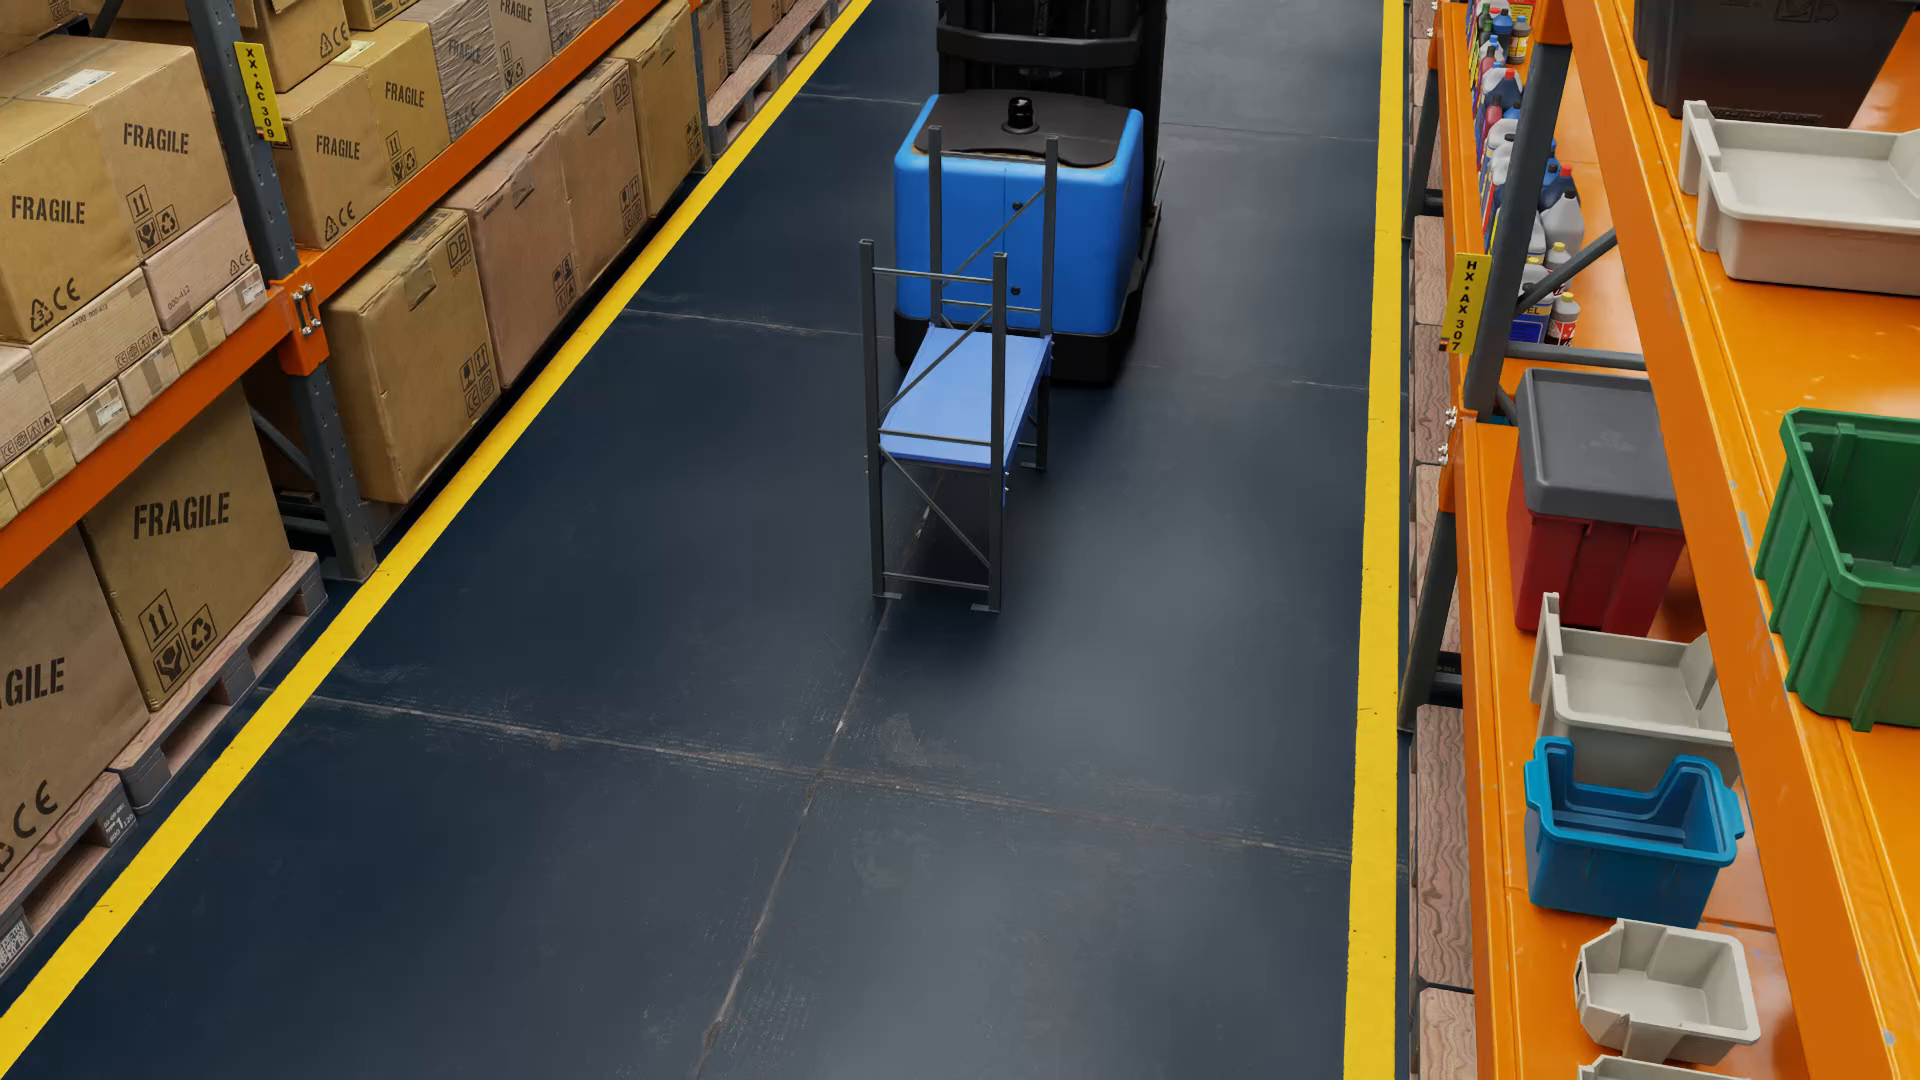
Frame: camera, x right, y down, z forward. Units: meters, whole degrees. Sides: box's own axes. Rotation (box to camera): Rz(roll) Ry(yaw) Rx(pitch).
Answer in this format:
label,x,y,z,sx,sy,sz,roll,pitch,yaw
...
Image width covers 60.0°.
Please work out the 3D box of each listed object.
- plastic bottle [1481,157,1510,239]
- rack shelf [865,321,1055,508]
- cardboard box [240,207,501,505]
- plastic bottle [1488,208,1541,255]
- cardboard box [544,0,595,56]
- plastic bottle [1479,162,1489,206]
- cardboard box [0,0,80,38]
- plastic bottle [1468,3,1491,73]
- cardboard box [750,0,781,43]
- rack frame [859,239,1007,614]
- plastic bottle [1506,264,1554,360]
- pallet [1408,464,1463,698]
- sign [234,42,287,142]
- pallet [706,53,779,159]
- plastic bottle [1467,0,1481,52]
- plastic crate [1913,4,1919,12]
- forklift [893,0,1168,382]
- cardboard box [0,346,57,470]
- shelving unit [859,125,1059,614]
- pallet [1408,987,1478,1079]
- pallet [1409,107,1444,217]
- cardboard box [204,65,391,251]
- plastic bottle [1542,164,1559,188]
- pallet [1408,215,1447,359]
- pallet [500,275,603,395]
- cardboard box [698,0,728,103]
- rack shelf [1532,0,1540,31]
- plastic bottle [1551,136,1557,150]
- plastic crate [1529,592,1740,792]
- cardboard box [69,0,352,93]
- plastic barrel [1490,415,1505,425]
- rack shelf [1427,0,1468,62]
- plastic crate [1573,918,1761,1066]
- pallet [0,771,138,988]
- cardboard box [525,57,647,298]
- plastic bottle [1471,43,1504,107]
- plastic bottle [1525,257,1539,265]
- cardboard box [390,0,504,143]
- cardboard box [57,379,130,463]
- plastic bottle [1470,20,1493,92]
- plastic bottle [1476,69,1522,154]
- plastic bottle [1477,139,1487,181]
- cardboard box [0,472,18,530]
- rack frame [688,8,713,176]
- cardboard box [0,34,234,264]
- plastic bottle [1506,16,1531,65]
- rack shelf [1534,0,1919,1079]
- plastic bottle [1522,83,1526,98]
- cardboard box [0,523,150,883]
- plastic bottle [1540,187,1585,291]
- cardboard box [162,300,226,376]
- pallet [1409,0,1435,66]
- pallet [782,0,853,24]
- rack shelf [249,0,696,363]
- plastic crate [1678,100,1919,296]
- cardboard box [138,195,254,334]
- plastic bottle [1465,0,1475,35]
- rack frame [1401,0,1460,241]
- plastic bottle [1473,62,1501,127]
label,x,y,z,sx,sy,sz,roll,pitch,yaw
plastic bottle,1.984,-1.229,5.996,0.152,0.276,0.135,7,37,10
rack shelf,0.018,-0.511,6.483,0.538,0.185,1.000,7,37,10
cardboard box,-2.691,-0.814,6.770,1.225,0.875,0.875,7,37,10
plastic bottle,1.907,-1.063,5.702,0.144,0.351,0.185,7,37,10
cardboard box,-2.038,-2.572,7.657,0.500,0.500,0.500,6,36,8
plastic bottle,2.011,-1.346,6.221,0.097,0.201,0.097,0,36,0
cardboard box,-6.560,-3.705,10.865,1.050,0.750,0.750,7,36,9
plastic bottle,2.304,-2.217,7.352,0.061,0.283,0.133,7,37,10
cardboard box,-1.610,-3.627,10.953,0.700,0.500,0.500,10,37,14
rack frame,-0.090,-0.365,5.975,0.500,1.500,0.032,7,37,10
plastic bottle,1.798,-0.731,5.308,0.152,0.276,0.135,7,37,10
pallet,2.236,0.177,6.325,1.003,0.211,1.213,7,37,10
sign,-2.266,-1.449,5.388,0.100,0.325,0.005,7,37,10
pallet,-1.786,-2.747,10.361,1.003,0.211,1.213,7,37,10
plastic bottle,2.361,-2.370,7.564,0.061,0.283,0.133,7,37,10
plastic crate,2.235,-1.362,3.698,0.450,0.188,0.662,7,37,10
forklift,0.486,-2.772,8.077,1.130,2.935,3.031,7,36,9
cardboard box,-2.864,-0.319,4.509,0.500,0.250,0.500,8,37,11
shelving unit,0.018,-0.656,6.377,0.538,1.500,1.048,7,37,10
pallet,1.652,1.743,4.166,1.003,0.211,1.213,7,37,10
pallet,3.088,-2.118,9.492,1.003,0.211,1.213,7,37,10
cardboard box,-2.466,-1.408,6.052,0.500,0.500,0.500,7,37,10
plastic bottle,2.110,-1.222,5.990,0.097,0.271,0.097,0,36,0
pallet,2.757,-1.221,8.255,1.003,0.211,1.213,7,37,10
pallet,-2.459,-1.160,8.170,1.003,0.211,1.213,7,37,10
cardboard box,-1.831,-2.981,10.062,0.700,0.500,0.500,5,36,8
rack shelf,2.457,-2.584,5.817,1.077,0.370,4.000,7,37,10
plastic bottle,2.188,-1.433,6.280,0.097,0.271,0.097,0,36,0
plastic crate,1.524,0.362,3.745,0.437,0.282,0.530,7,37,10
cardboard box,-2.680,-1.949,5.943,0.797,0.503,0.637,6,36,9
plastic barrel,2.314,-0.551,6.384,0.600,0.901,0.708,7,37,10
rack shelf,3.312,-3.663,9.861,1.077,0.370,4.000,7,37,10
plastic crate,1.330,0.872,3.165,0.298,0.136,0.250,7,37,10
pallet,-3.306,1.121,5.023,1.003,0.211,1.213,7,37,10
cardboard box,-2.320,-1.835,8.179,1.225,0.875,0.875,7,37,10
plastic bottle,2.227,-1.955,7.001,0.097,0.271,0.097,0,36,0
plastic bottle,1.884,-0.839,5.521,0.097,0.201,0.097,0,36,0
cardboard box,-2.252,-1.983,6.845,0.500,0.500,0.500,7,36,9
cardboard box,-2.718,-0.376,4.926,0.380,0.149,0.250,8,37,11
plastic bottle,2.255,-2.084,7.169,0.061,0.283,0.133,7,37,10
plastic bottle,2.142,-1.694,6.573,0.144,0.351,0.185,7,37,10
plastic bottle,2.060,-1.479,6.404,0.097,0.201,0.097,0,36,0
cardboard box,-2.828,-0.081,4.520,0.380,0.149,0.250,7,36,9
rack frame,-1.954,-3.429,8.924,1.000,3.000,0.127,7,37,10
cardboard box,-2.646,-1.202,5.087,0.500,0.500,0.500,8,37,11
plastic bottle,2.503,-2.249,7.467,0.097,0.201,0.097,0,36,0
rack shelf,1.603,-0.291,2.653,1.077,0.370,4.000,7,37,10
plastic bottle,2.319,-1.752,6.653,0.144,0.351,0.185,7,37,10
cardboard box,-3.220,0.439,5.041,0.875,0.875,0.875,7,37,10
plastic bottle,2.048,-1.044,5.677,0.144,0.351,0.185,7,37,10
cardboard box,-2.609,-0.670,5.332,0.380,0.149,0.250,8,37,11
pallet,3.609,-3.517,11.422,1.003,0.211,1.213,7,37,10
pallet,-1.265,-4.146,12.291,1.003,0.211,1.213,7,37,10
rack shelf,-2.381,-1.991,7.554,1.077,0.370,4.000,7,37,10
plastic crate,1.375,-0.545,2.614,0.437,0.136,0.530,7,37,10
cardboard box,-2.647,-0.909,5.322,0.500,0.250,0.500,7,36,9
plastic bottle,2.425,-2.485,7.732,0.097,0.271,0.097,0,36,0
rack frame,2.884,-2.808,8.068,1.000,3.000,0.127,7,37,10
plastic bottle,2.178,-1.823,6.819,0.097,0.271,0.097,0,36,0
